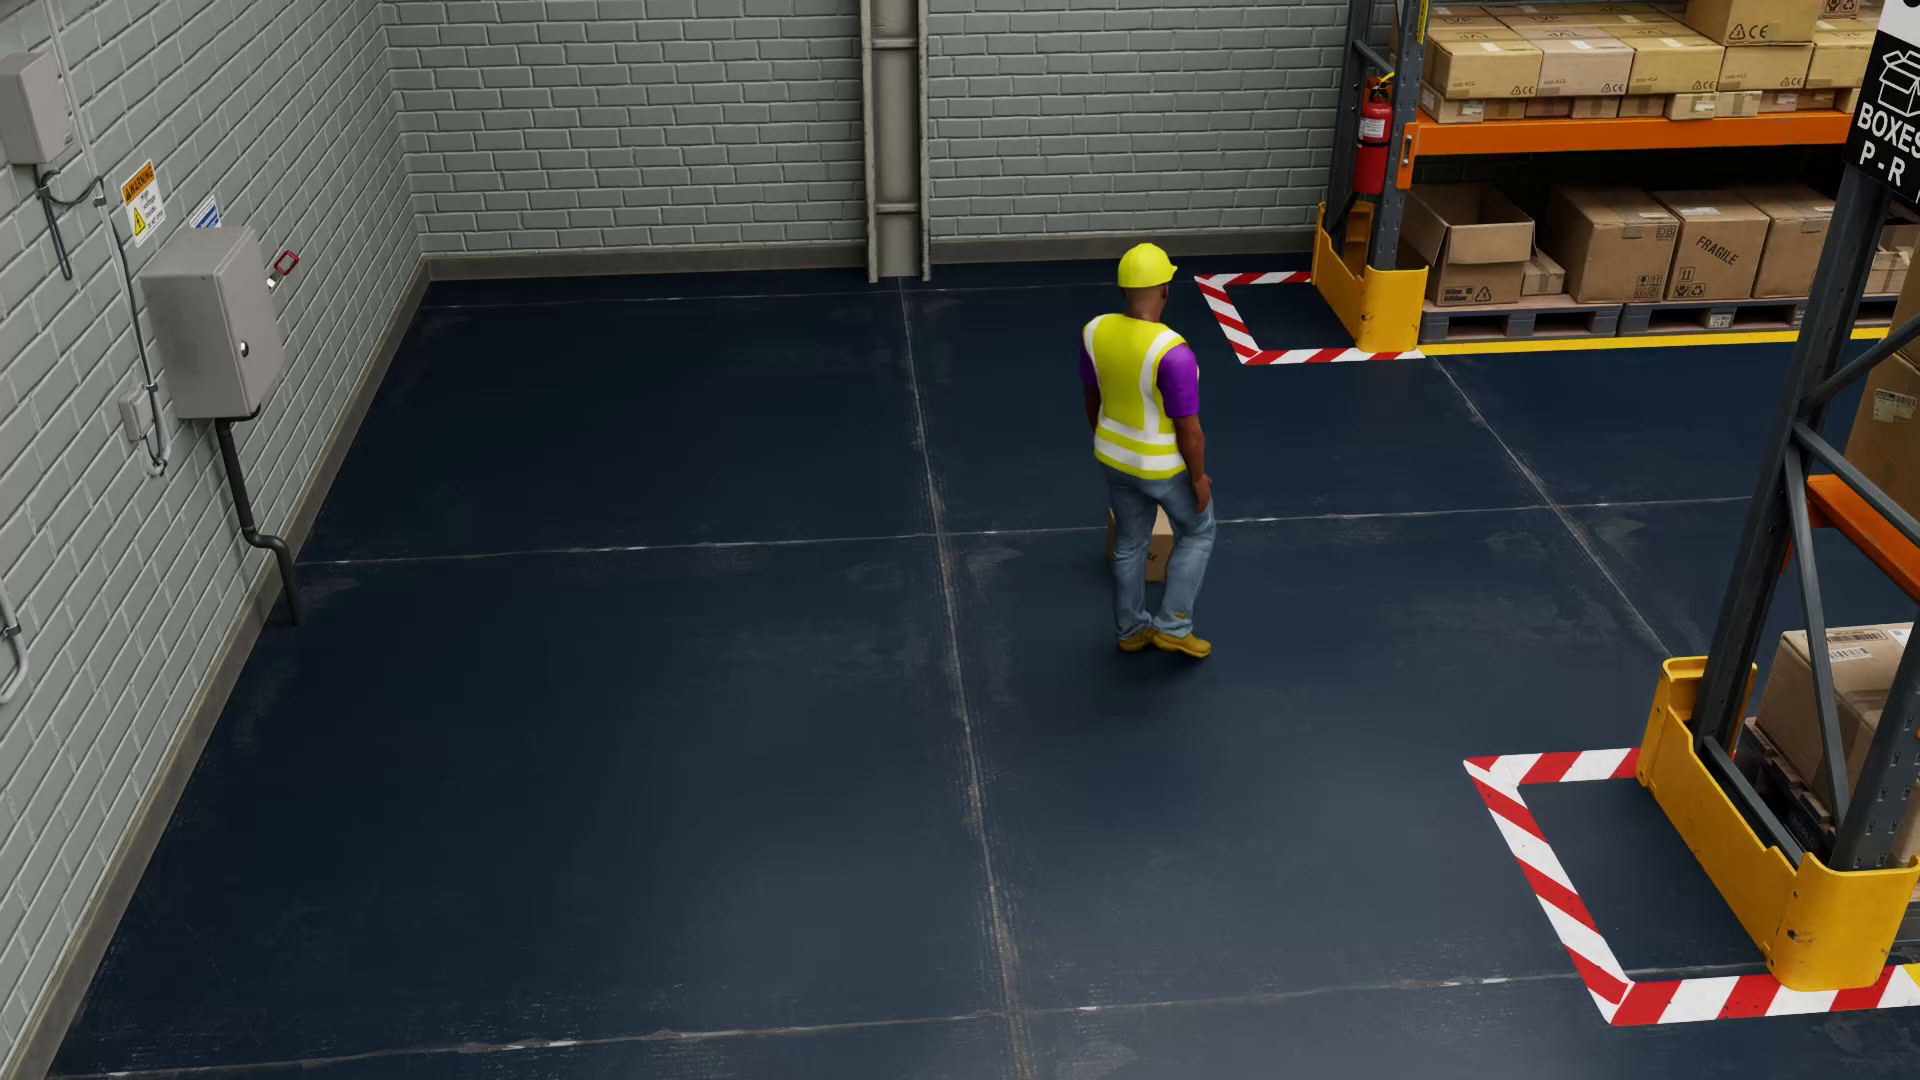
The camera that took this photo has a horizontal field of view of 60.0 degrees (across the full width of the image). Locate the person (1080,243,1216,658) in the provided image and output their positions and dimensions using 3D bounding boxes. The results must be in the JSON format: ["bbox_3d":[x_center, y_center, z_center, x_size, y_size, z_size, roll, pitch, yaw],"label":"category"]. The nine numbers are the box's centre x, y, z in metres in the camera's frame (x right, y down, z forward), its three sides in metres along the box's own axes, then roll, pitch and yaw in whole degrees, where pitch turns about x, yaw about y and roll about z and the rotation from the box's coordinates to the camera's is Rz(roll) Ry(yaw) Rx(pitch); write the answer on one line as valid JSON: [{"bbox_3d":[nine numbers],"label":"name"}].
[{"bbox_3d":[0.767,-0.338,6.653,0.439,1.772,0.602,-26,40,-36],"label":"person"}]
